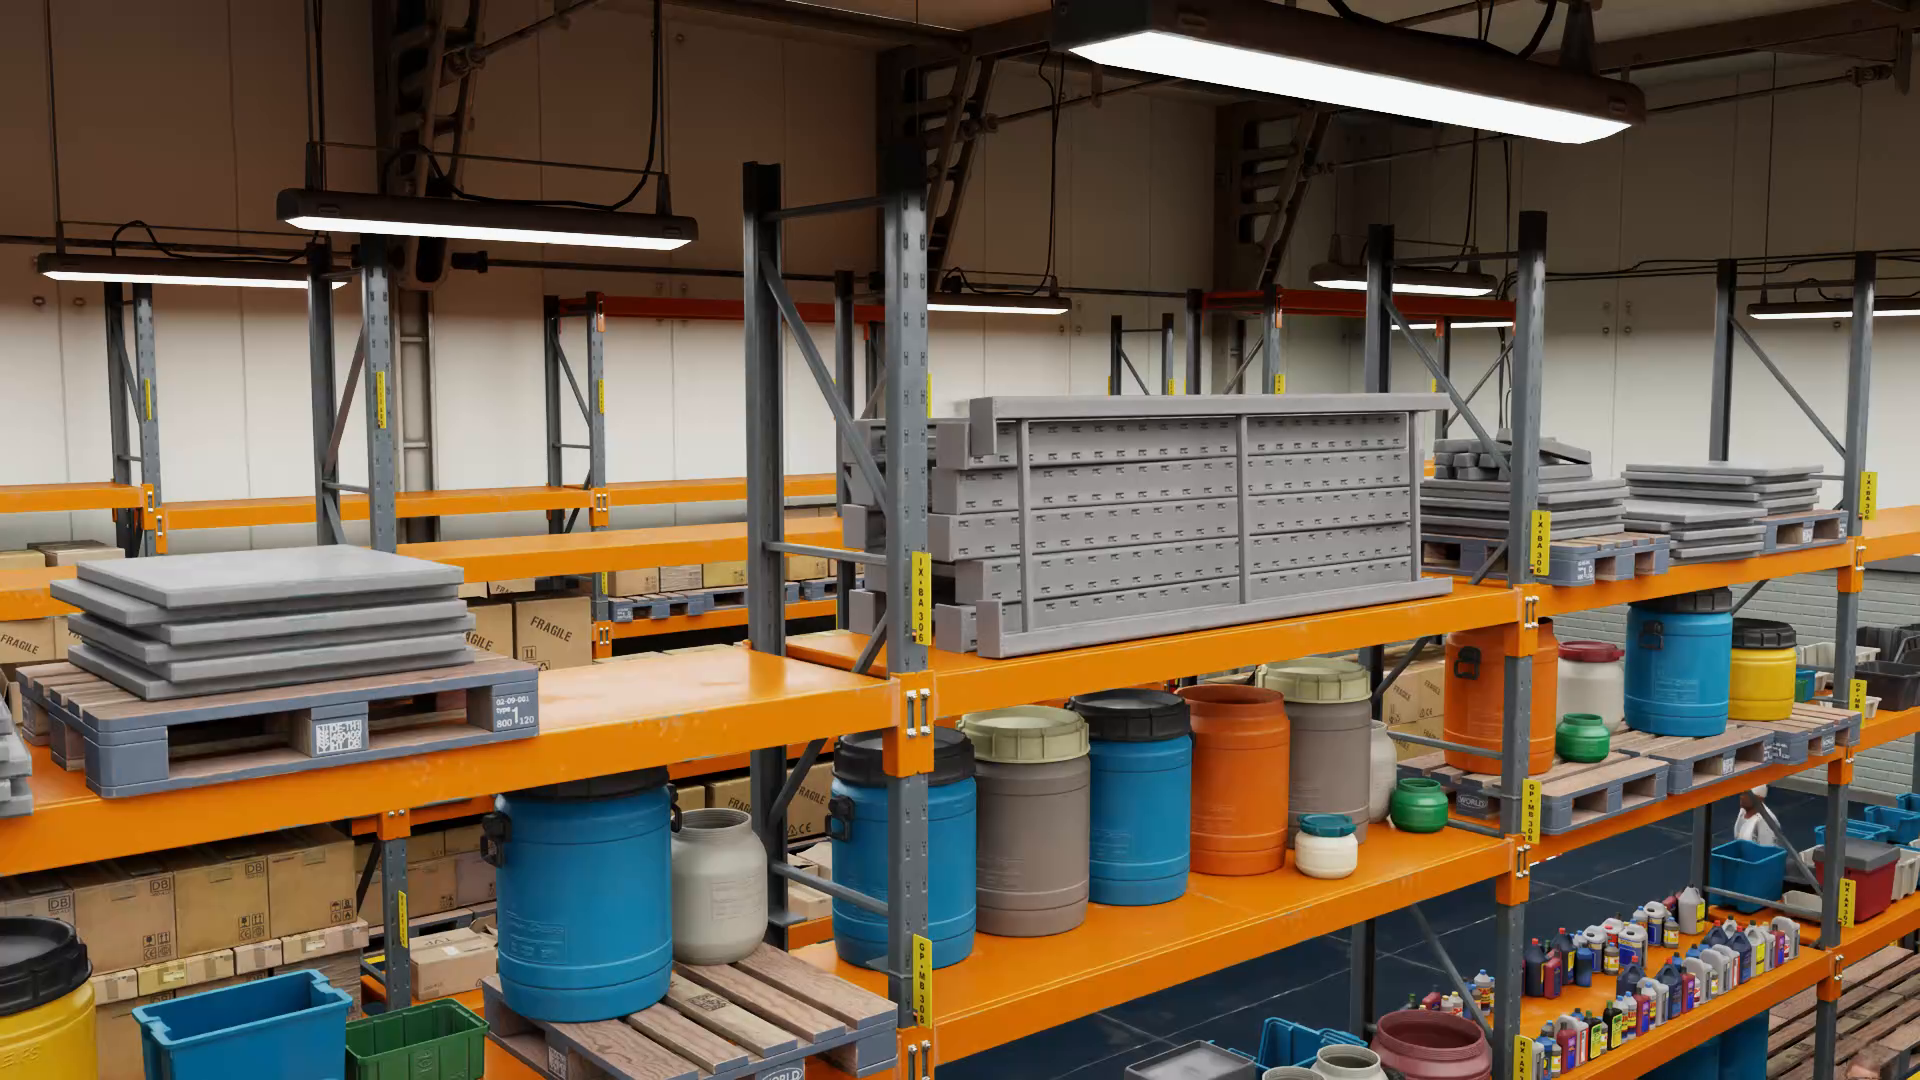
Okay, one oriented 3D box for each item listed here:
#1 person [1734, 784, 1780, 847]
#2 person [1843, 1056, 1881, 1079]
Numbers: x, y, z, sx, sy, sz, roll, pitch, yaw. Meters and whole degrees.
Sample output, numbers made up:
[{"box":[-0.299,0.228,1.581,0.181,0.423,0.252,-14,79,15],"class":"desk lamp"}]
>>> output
[{"box":[6.979,2.920,14.827,0.671,1.687,0.900,0,6,-2],"class":"person"},{"box":[4.705,3.482,8.716,0.680,1.693,0.716,-4,7,-34],"class":"person"}]
